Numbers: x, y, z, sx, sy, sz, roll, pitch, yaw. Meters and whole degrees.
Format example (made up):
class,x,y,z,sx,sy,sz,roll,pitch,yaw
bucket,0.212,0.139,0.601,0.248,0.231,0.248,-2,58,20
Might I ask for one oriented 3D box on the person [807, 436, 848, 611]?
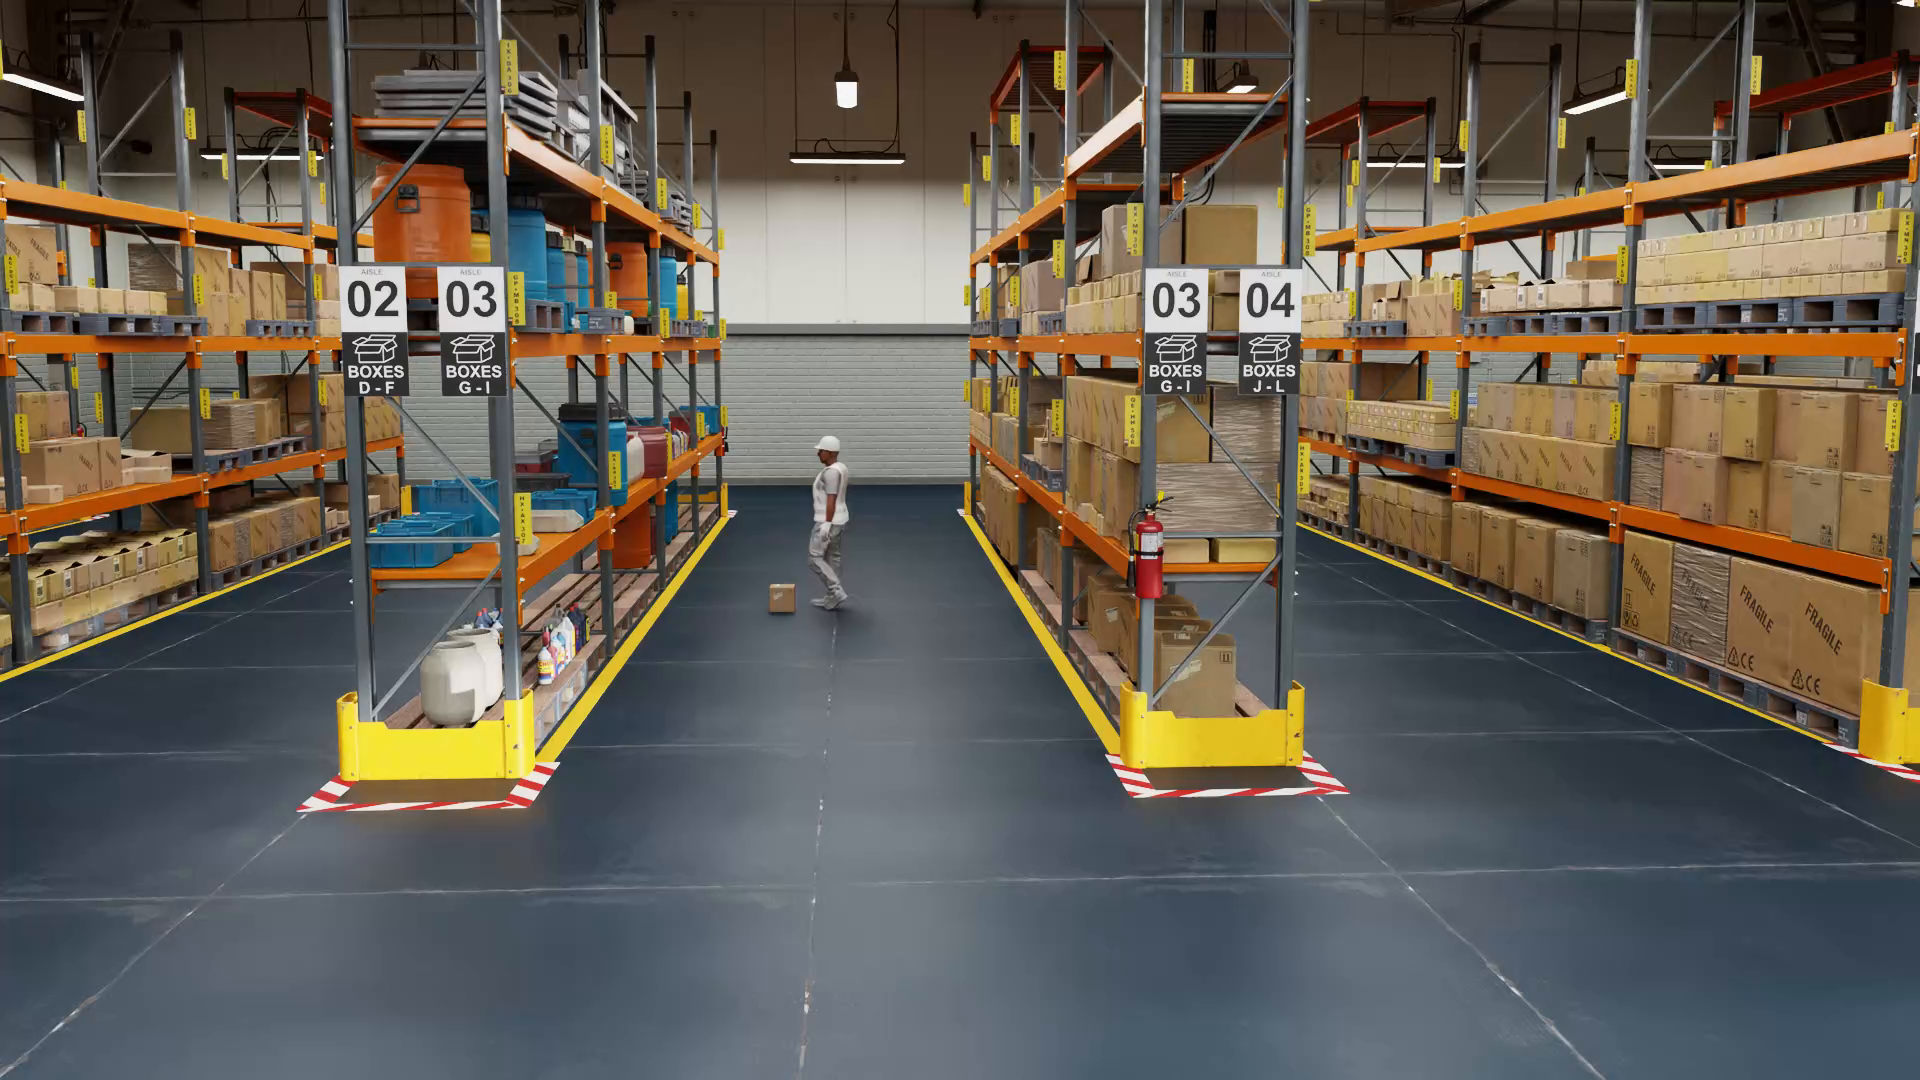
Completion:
class,x,y,z,sx,sy,sz,roll,pitch,yaw
person,-1.341,-0.176,17.073,0.460,1.790,0.578,1,7,10
